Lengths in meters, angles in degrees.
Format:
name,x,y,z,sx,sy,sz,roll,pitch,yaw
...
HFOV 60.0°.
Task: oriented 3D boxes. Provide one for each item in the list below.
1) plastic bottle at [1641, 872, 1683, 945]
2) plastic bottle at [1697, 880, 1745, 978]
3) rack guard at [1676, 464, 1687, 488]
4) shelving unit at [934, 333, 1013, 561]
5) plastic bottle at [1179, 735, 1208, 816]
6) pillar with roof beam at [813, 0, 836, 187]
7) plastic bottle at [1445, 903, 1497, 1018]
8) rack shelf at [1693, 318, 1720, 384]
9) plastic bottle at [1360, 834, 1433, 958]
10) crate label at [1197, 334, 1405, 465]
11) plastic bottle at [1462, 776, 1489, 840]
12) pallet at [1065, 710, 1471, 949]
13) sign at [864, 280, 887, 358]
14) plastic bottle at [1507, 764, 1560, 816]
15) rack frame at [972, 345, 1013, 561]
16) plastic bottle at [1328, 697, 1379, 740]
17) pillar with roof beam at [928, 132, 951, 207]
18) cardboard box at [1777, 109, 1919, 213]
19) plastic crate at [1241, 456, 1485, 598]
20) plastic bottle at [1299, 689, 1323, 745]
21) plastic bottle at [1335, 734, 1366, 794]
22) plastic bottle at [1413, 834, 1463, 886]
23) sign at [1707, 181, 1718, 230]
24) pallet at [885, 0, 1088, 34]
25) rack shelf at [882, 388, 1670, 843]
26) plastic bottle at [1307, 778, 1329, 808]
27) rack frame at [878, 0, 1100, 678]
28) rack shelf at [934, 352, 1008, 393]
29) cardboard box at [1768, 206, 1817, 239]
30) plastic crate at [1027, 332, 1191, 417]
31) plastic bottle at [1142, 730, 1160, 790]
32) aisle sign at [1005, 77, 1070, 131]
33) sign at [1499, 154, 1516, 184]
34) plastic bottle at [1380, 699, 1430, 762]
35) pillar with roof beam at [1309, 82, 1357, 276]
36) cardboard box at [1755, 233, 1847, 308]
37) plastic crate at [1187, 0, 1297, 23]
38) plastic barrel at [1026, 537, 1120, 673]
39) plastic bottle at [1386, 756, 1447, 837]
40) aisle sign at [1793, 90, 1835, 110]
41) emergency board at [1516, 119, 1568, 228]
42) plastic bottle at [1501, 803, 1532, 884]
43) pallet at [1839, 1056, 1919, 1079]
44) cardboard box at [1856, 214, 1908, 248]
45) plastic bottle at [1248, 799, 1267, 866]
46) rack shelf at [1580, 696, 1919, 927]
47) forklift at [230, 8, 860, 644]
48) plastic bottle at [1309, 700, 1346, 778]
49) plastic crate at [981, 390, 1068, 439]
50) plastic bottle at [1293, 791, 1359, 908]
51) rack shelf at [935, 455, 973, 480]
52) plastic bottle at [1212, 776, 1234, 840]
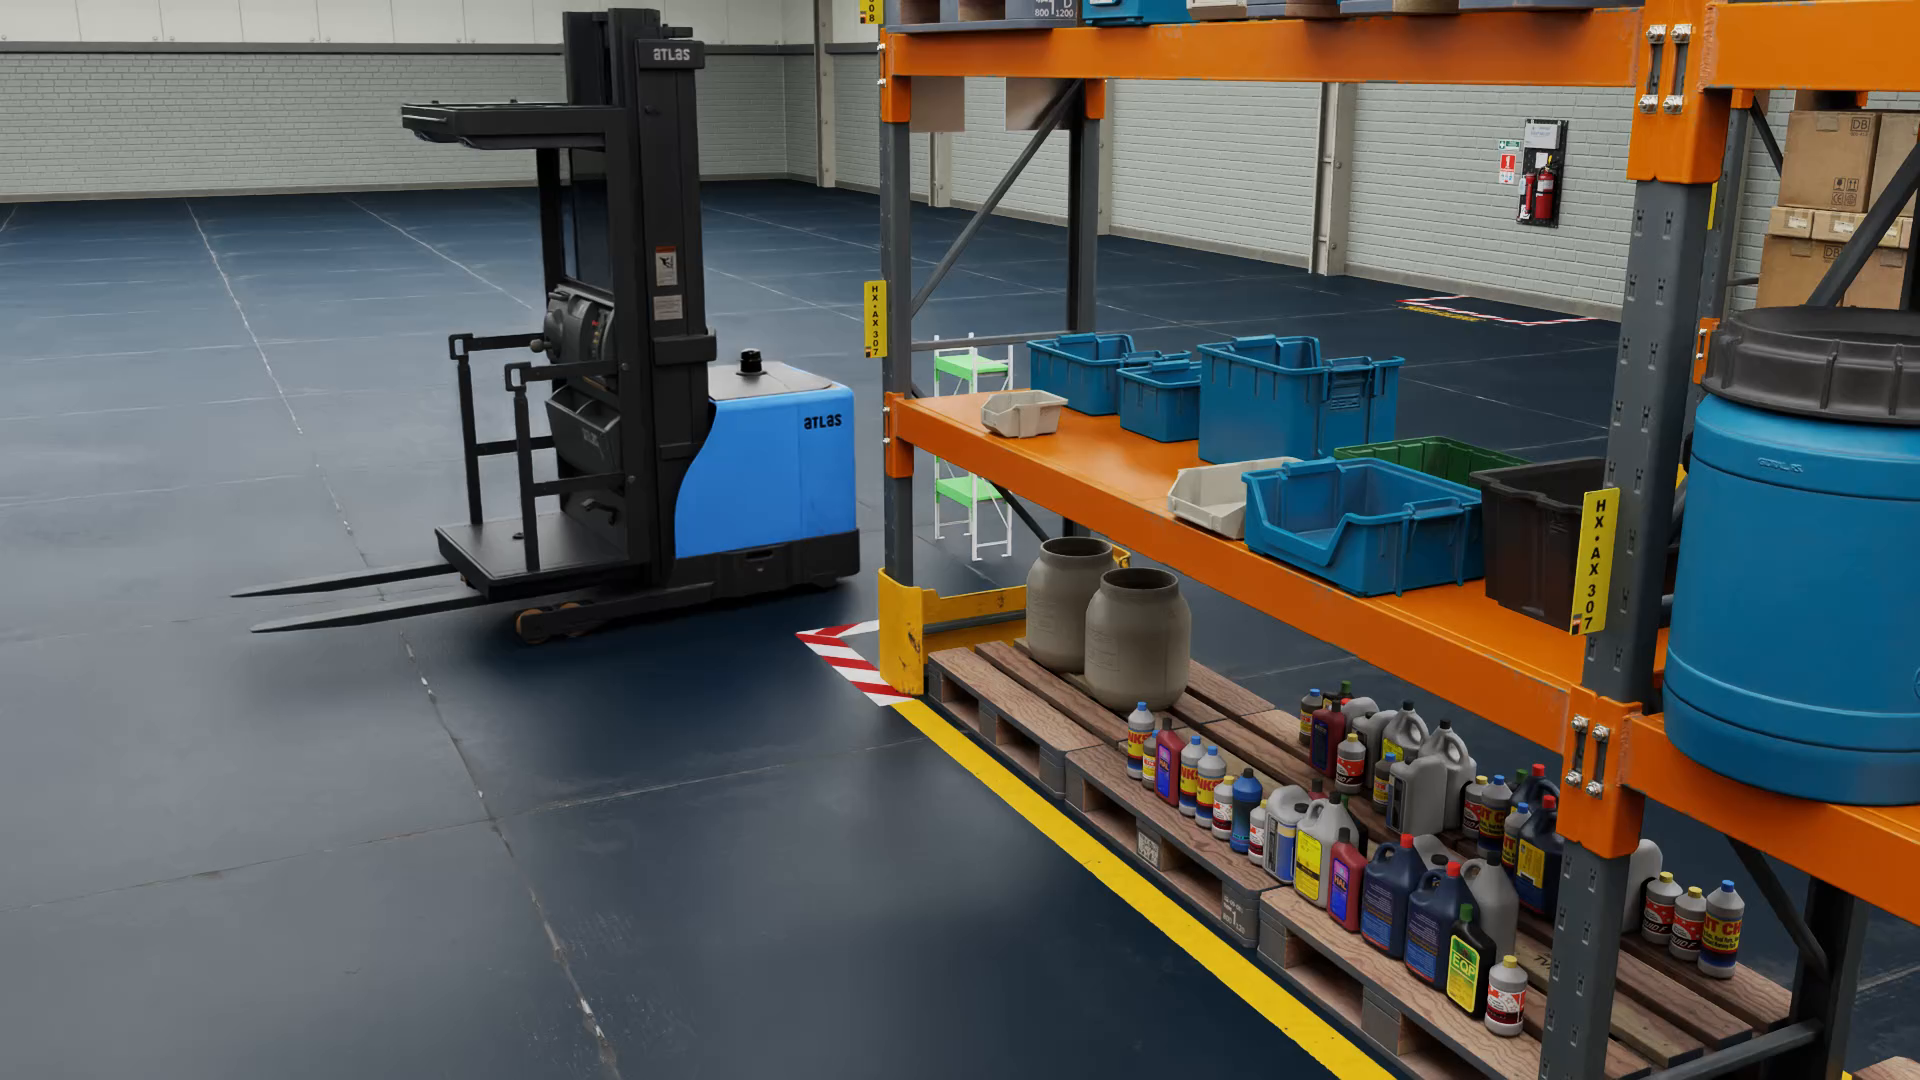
name,x,y,z,sx,sy,sz,roll,pitch,yaw
plastic bottle,2.054,1.069,4.862,0.097,0.201,0.097,0,16,0
plastic bottle,2.143,1.086,4.676,0.097,0.271,0.097,0,16,0
rack guard,4.580,-0.276,9.805,1.175,0.500,0.348,-8,18,-25
shelving unit,0.073,-0.536,9.442,0.258,1.200,0.503,-8,18,-25
plastic bottle,0.801,0.798,5.679,0.097,0.271,0.097,0,16,0
pillar with roof beam,-6.886,-11.804,34.570,9.100,9.000,0.400,-8,18,-25
plastic bottle,1.382,1.133,4.492,0.061,0.283,0.133,-7,17,-22
rack shelf,5.467,-0.630,7.811,1.077,0.370,4.000,-8,18,-25
plastic bottle,1.264,1.008,4.806,0.144,0.351,0.185,-9,18,-28
crate label,1.186,-0.467,5.876,0.502,0.435,0.616,-8,18,-25
plastic bottle,1.723,0.882,5.516,0.097,0.201,0.097,0,16,0
pallet,1.094,0.984,5.939,1.003,0.211,1.213,-8,18,-25
sign,-0.360,-0.941,7.091,0.100,0.325,0.005,-8,18,-25
plastic bottle,1.826,0.883,5.241,0.144,0.351,0.185,-8,18,-27
rack frame,0.179,-0.475,9.231,0.240,1.200,0.015,-8,18,-25
plastic bottle,1.421,0.692,6.041,0.152,0.276,0.135,-8,18,-24
pillar with roof beam,-4.257,-10.316,29.385,9.100,9.000,0.400,-8,18,-25
cardboard box,4.807,-2.013,8.792,0.700,0.500,0.500,-8,18,-25
plastic crate,1.160,-0.052,4.763,0.499,0.251,0.616,-8,18,-25
plastic bottle,1.335,0.662,6.280,0.097,0.201,0.097,0,16,0
plastic bottle,1.378,0.782,5.862,0.097,0.201,0.097,0,16,0
plastic bottle,1.386,1.019,4.901,0.152,0.276,0.135,-8,18,-25
sign,4.089,-1.860,9.081,0.100,0.325,0.005,-8,18,-25
pallet,0.411,-2.008,6.213,1.003,0.211,1.213,-8,18,-25
rack shelf,1.013,-0.032,5.728,1.077,0.370,4.000,-8,18,-25
plastic bottle,1.150,0.906,5.282,0.061,0.283,0.133,-8,18,-25
rack frame,0.137,-0.874,7.357,1.000,3.000,0.127,-8,18,-25
rack shelf,0.073,-0.936,9.327,0.258,0.148,0.480,-8,18,-25
cardboard box,4.569,-1.708,8.907,0.380,0.149,0.250,-8,18,-25
plastic crate,0.625,-0.714,7.071,0.499,0.251,0.616,-8,18,-25
plastic bottle,0.696,0.773,5.895,0.097,0.201,0.097,0,16,0
aisle sign,0.372,-2.177,7.186,0.394,0.787,0.004,-8,18,-25
sign,6.300,-4.274,19.140,0.001,0.329,0.234,-8,18,-25
plastic bottle,1.558,0.731,5.769,0.144,0.351,0.185,-7,17,-23
pillar with roof beam,1.000,-7.341,19.017,9.100,9.000,0.400,-8,18,-25
cardboard box,4.784,-1.402,9.017,0.700,0.500,0.500,-8,18,-25
plastic crate,0.822,-1.546,4.740,0.243,0.136,0.396,-8,18,-25
plastic barrel,0.494,0.274,7.106,0.421,0.512,0.421,0,16,0
plastic bottle,1.517,0.838,5.534,0.152,0.276,0.135,-8,18,-25
aisle sign,4.826,-2.773,9.262,0.394,0.787,0.004,-8,18,-25
emergency board,6.450,-4.107,18.624,0.194,1.169,0.643,-8,18,-25
plastic bottle,1.736,0.946,5.163,0.097,0.271,0.097,0,16,0
pallet,2.268,1.649,3.623,1.003,0.211,1.213,-8,18,-25
cardboard box,4.795,-1.581,8.464,0.380,0.149,0.250,-8,18,-25
plastic bottle,0.978,0.932,5.339,0.097,0.201,0.097,0,16,0
rack shelf,2.765,0.960,2.272,1.077,0.370,4.000,-8,18,-25
forklift,-2.067,-1.074,8.179,3.031,2.935,1.130,-9,18,-30
plastic bottle,1.326,0.702,5.994,0.061,0.283,0.133,-8,18,-25
plastic crate,0.239,-0.486,6.485,0.298,0.136,0.250,-8,18,-25
plastic bottle,1.122,0.927,5.086,0.144,0.351,0.185,-8,18,-25
rack shelf,0.073,-0.474,9.460,0.258,0.148,0.480,-8,18,-25
plastic bottle,0.888,0.882,5.516,0.097,0.201,0.097,0,16,0
